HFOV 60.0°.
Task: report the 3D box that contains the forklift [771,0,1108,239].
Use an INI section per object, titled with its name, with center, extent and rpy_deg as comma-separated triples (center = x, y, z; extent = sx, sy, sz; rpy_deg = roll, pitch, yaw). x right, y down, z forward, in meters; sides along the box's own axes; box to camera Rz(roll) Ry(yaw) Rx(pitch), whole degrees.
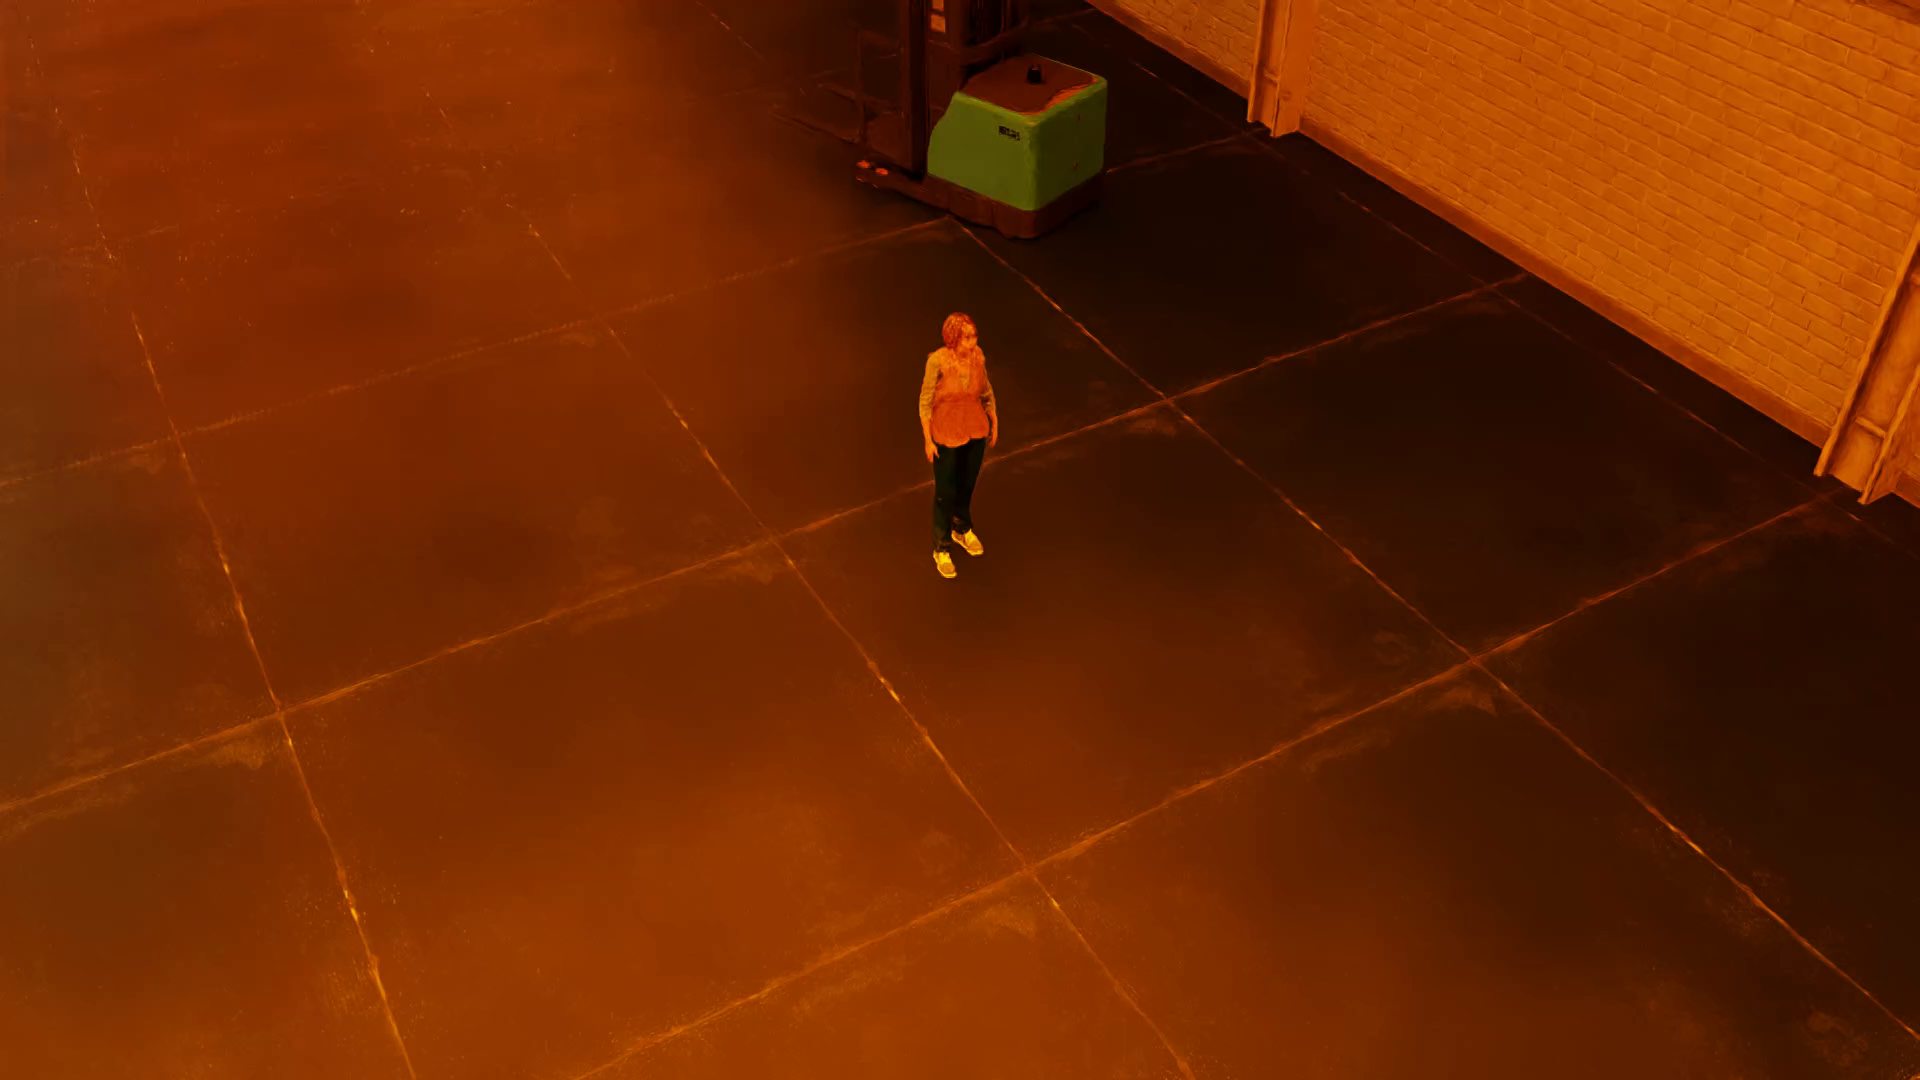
[forklift]
center = -0.279, -4.287, 13.205
extent = 3.031, 2.935, 1.130
rpy_deg = 28, 47, 30

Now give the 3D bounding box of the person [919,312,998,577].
[person]
center = 0.025, -0.575, 9.763
extent = 0.520, 1.597, 0.474
rpy_deg = -20, 44, -23
